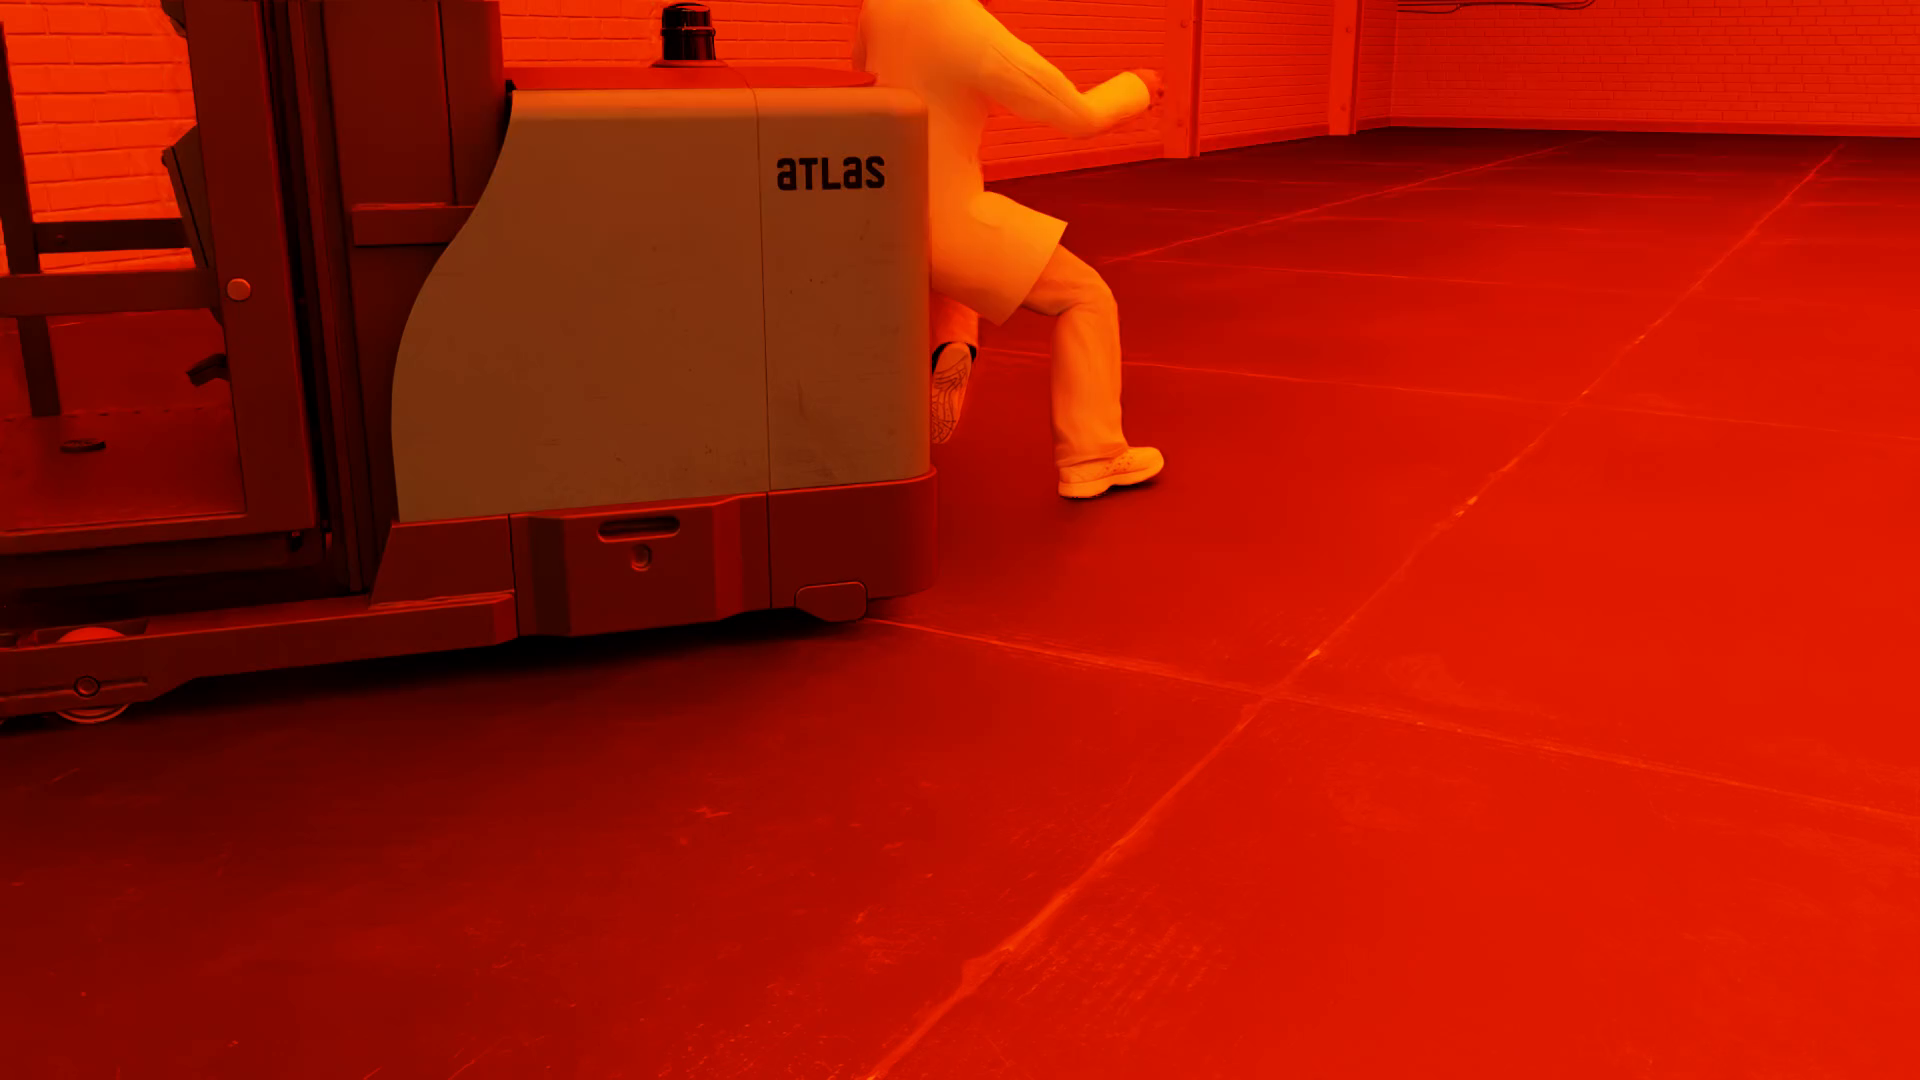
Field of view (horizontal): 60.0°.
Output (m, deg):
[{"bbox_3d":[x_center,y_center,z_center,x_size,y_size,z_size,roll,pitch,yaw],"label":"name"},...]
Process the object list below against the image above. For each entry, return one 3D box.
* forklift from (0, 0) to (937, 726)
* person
[{"bbox_3d":[-1.622,-1.232,3.035,3.031,2.935,1.130,-6,17,-18],"label":"forklift"},{"bbox_3d":[0.134,-0.958,4.600,0.827,1.521,0.949,-12,20,-35],"label":"person"}]
